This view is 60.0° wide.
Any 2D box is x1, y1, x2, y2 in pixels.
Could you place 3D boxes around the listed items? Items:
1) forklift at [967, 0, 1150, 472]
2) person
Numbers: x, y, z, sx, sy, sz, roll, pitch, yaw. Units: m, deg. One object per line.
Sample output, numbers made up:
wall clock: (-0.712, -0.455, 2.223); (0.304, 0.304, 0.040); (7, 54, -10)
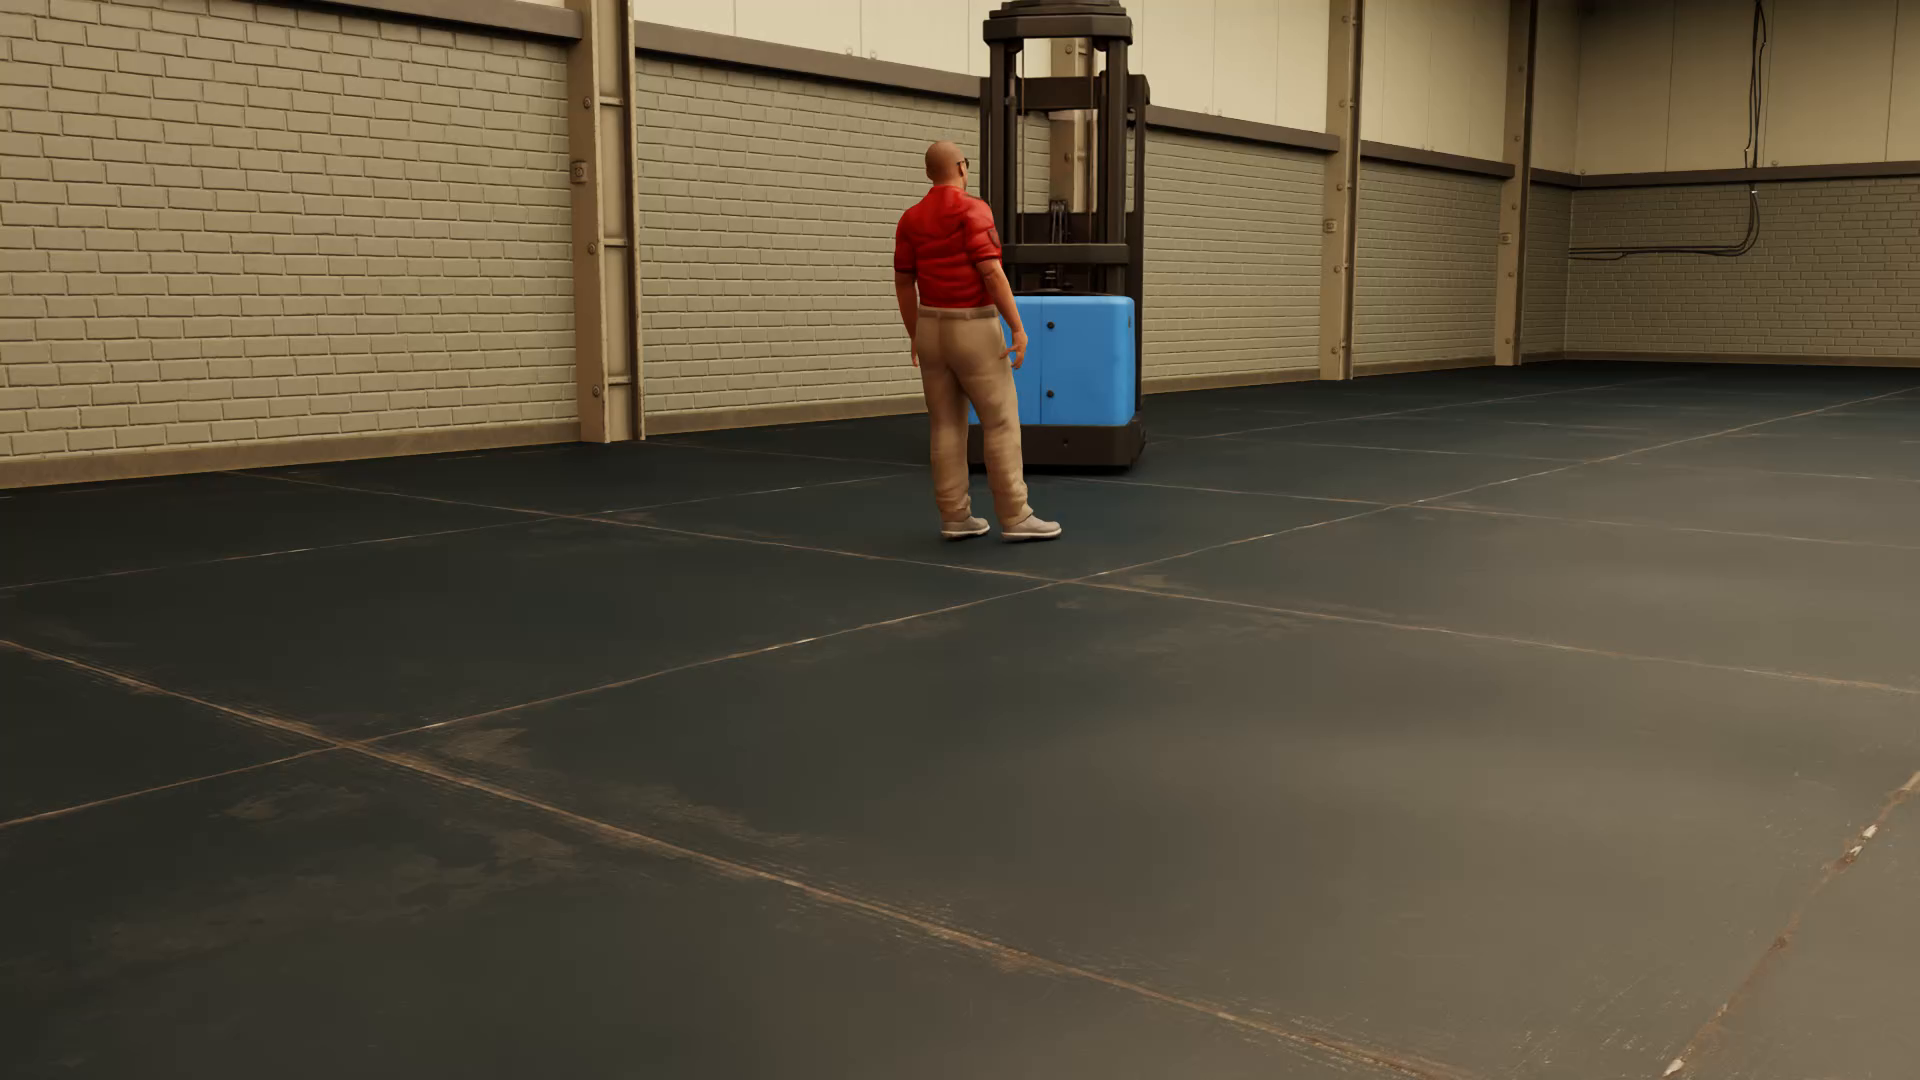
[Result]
forklift: (0.710, -2.046, 11.266); (1.130, 2.935, 3.031); (1, 8, 9)
person: (0.065, -0.872, 7.341); (0.642, 1.727, 0.550); (7, 11, 38)
